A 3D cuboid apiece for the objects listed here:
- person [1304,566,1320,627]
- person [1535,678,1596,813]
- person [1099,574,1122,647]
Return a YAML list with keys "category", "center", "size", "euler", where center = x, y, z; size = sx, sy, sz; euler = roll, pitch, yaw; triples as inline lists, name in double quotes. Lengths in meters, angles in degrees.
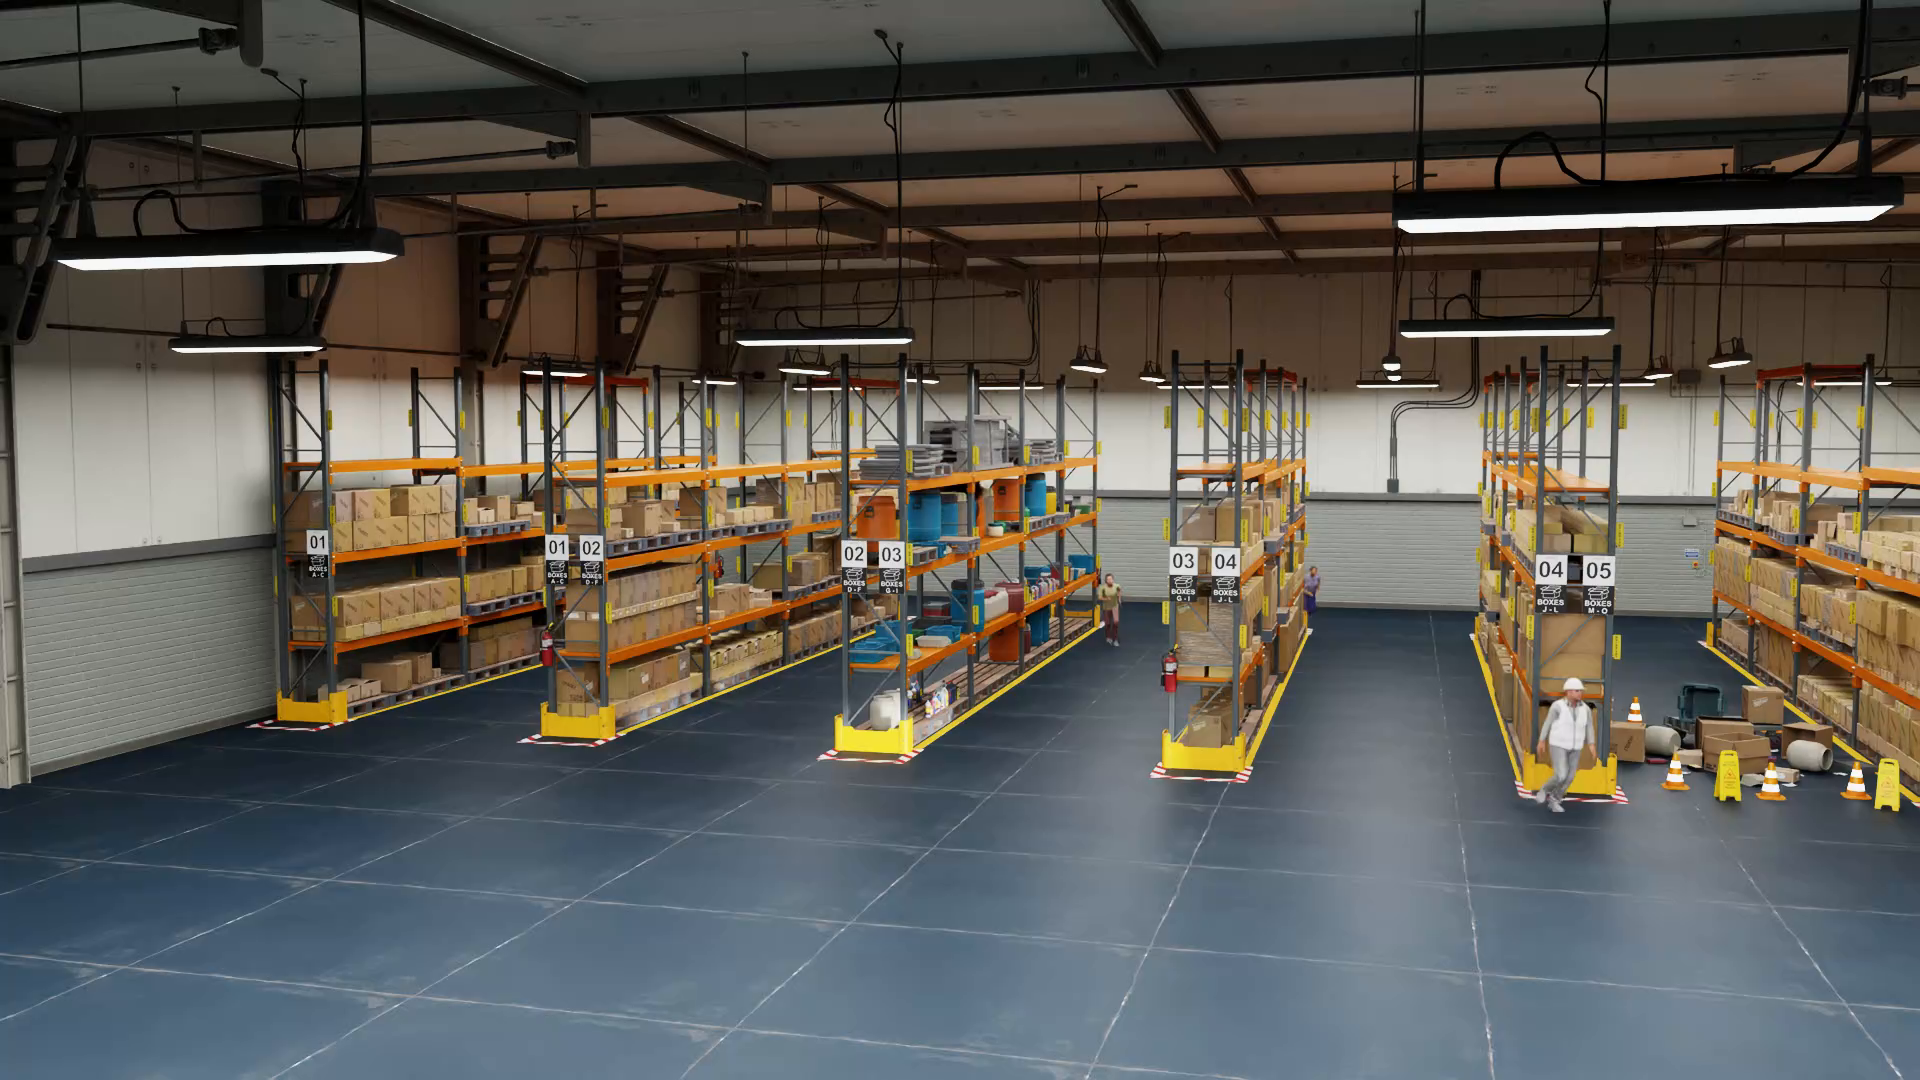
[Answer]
- category: "person"
  center: [8.446, 1.358, 40.245]
  size: [0.631, 1.510, 0.725]
  euler: [-2, 4, -23]
- category: "person"
  center: [7.716, 2.614, 21.154]
  size: [0.645, 1.752, 0.566]
  euler: [-1, 4, -13]
- category: "person"
  center: [3.326, 1.535, 36.861]
  size: [0.512, 1.616, 0.914]
  euler: [0, 4, 5]
